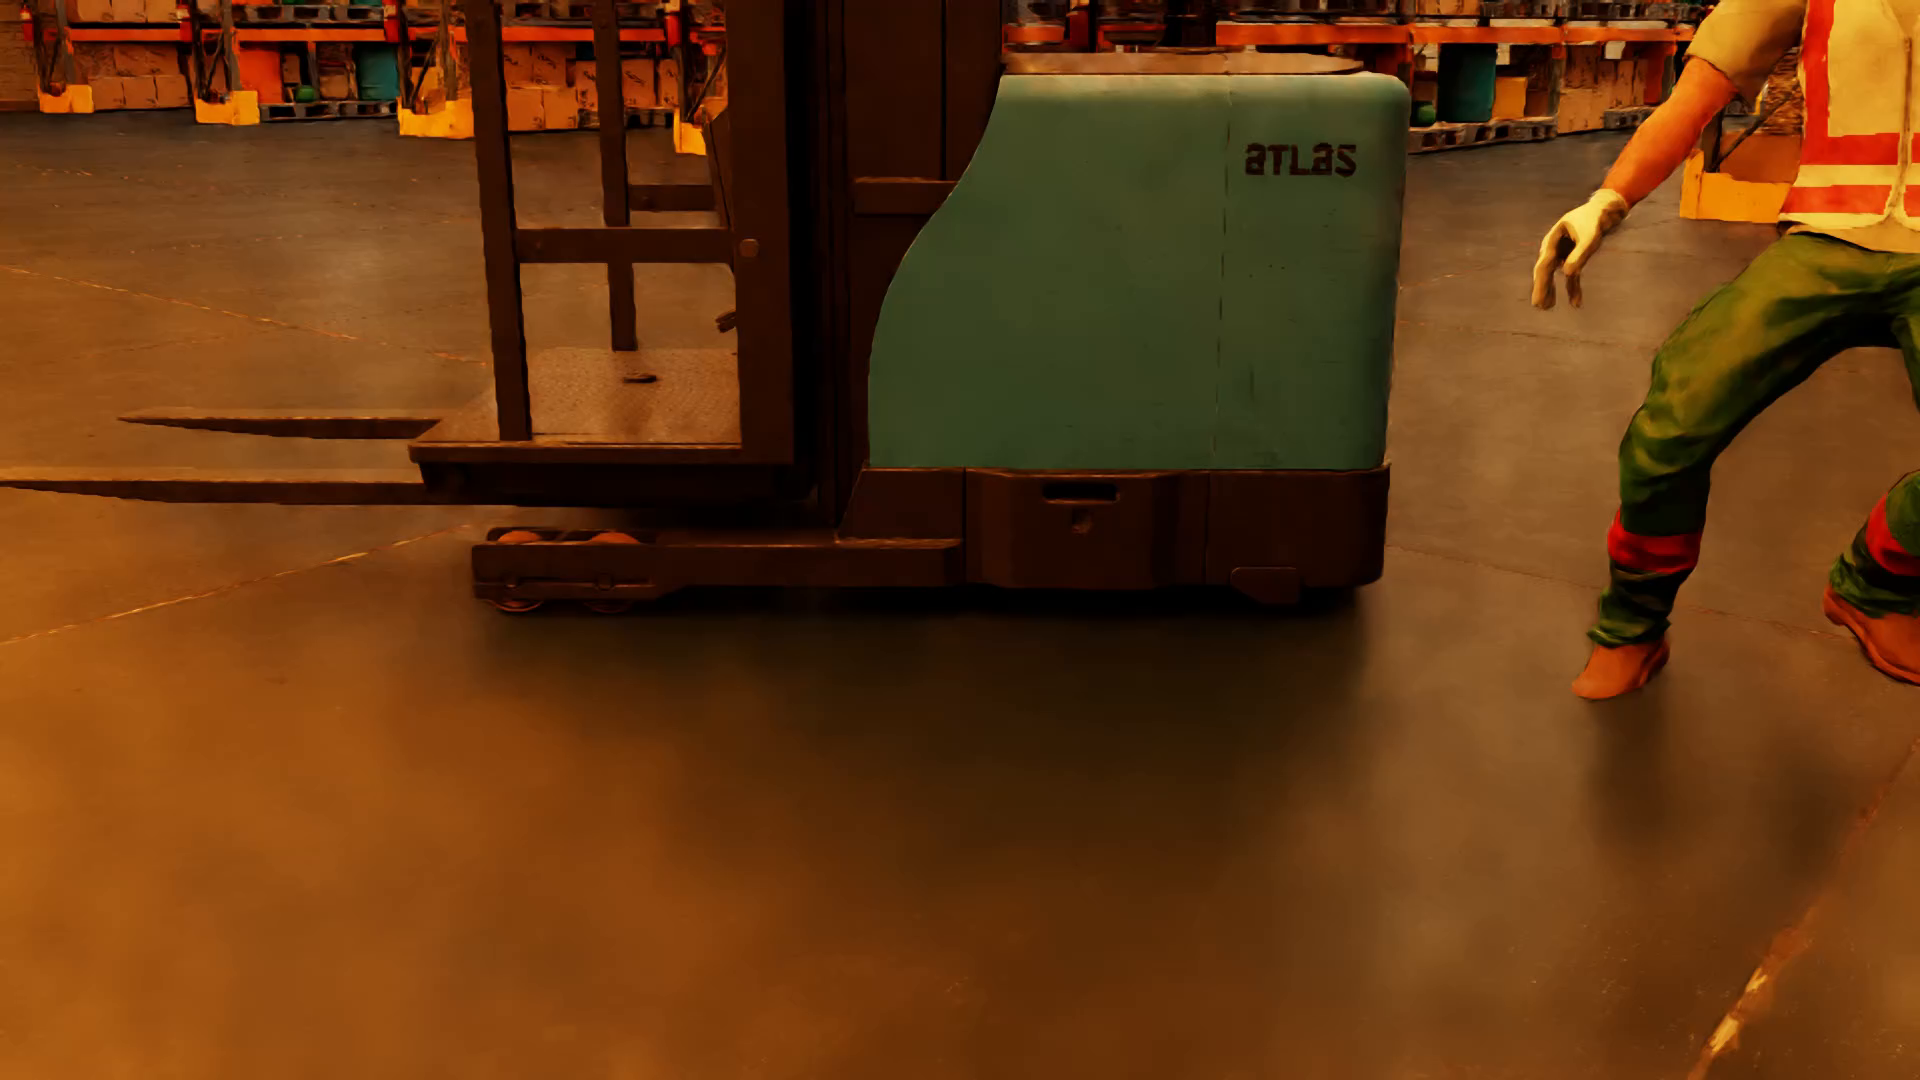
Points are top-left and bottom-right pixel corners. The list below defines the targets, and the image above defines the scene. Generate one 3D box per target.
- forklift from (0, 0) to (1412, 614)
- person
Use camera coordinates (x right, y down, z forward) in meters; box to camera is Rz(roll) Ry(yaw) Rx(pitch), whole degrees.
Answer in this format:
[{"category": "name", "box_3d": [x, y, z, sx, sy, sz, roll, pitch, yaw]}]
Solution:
[{"category": "forklift", "box_3d": [-0.621, -1.403, 3.518, 3.031, 2.935, 1.130, 1, 17, 2]}, {"category": "person", "box_3d": [1.447, -0.468, 2.717, 0.858, 1.699, 0.554, 14, 22, 38]}]
